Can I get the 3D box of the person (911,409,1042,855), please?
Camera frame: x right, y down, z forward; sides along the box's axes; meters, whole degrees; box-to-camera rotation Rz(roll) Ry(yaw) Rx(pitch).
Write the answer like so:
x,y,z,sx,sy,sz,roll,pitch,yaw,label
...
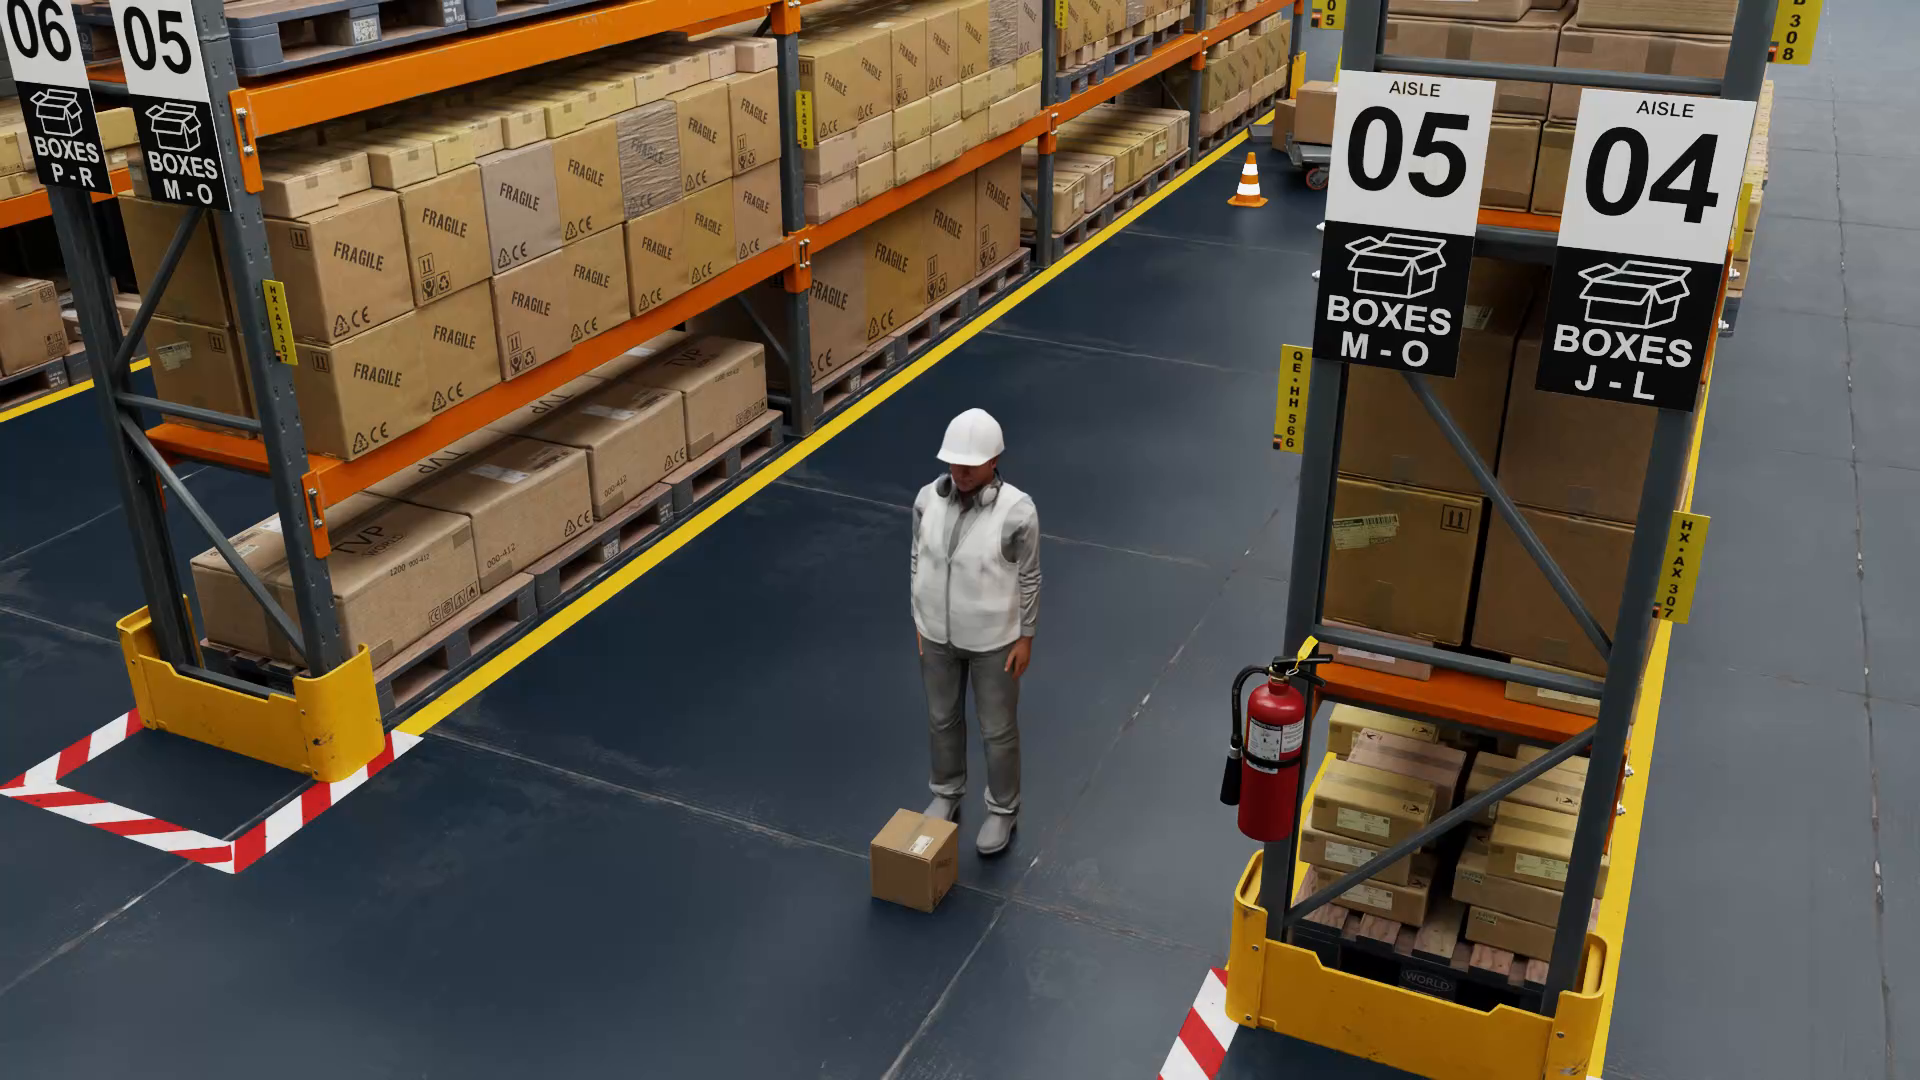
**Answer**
x,y,z,sx,sy,sz,roll,pitch,yaw,label
0.038,0.348,6.363,0.531,1.776,0.376,12,28,23,person
